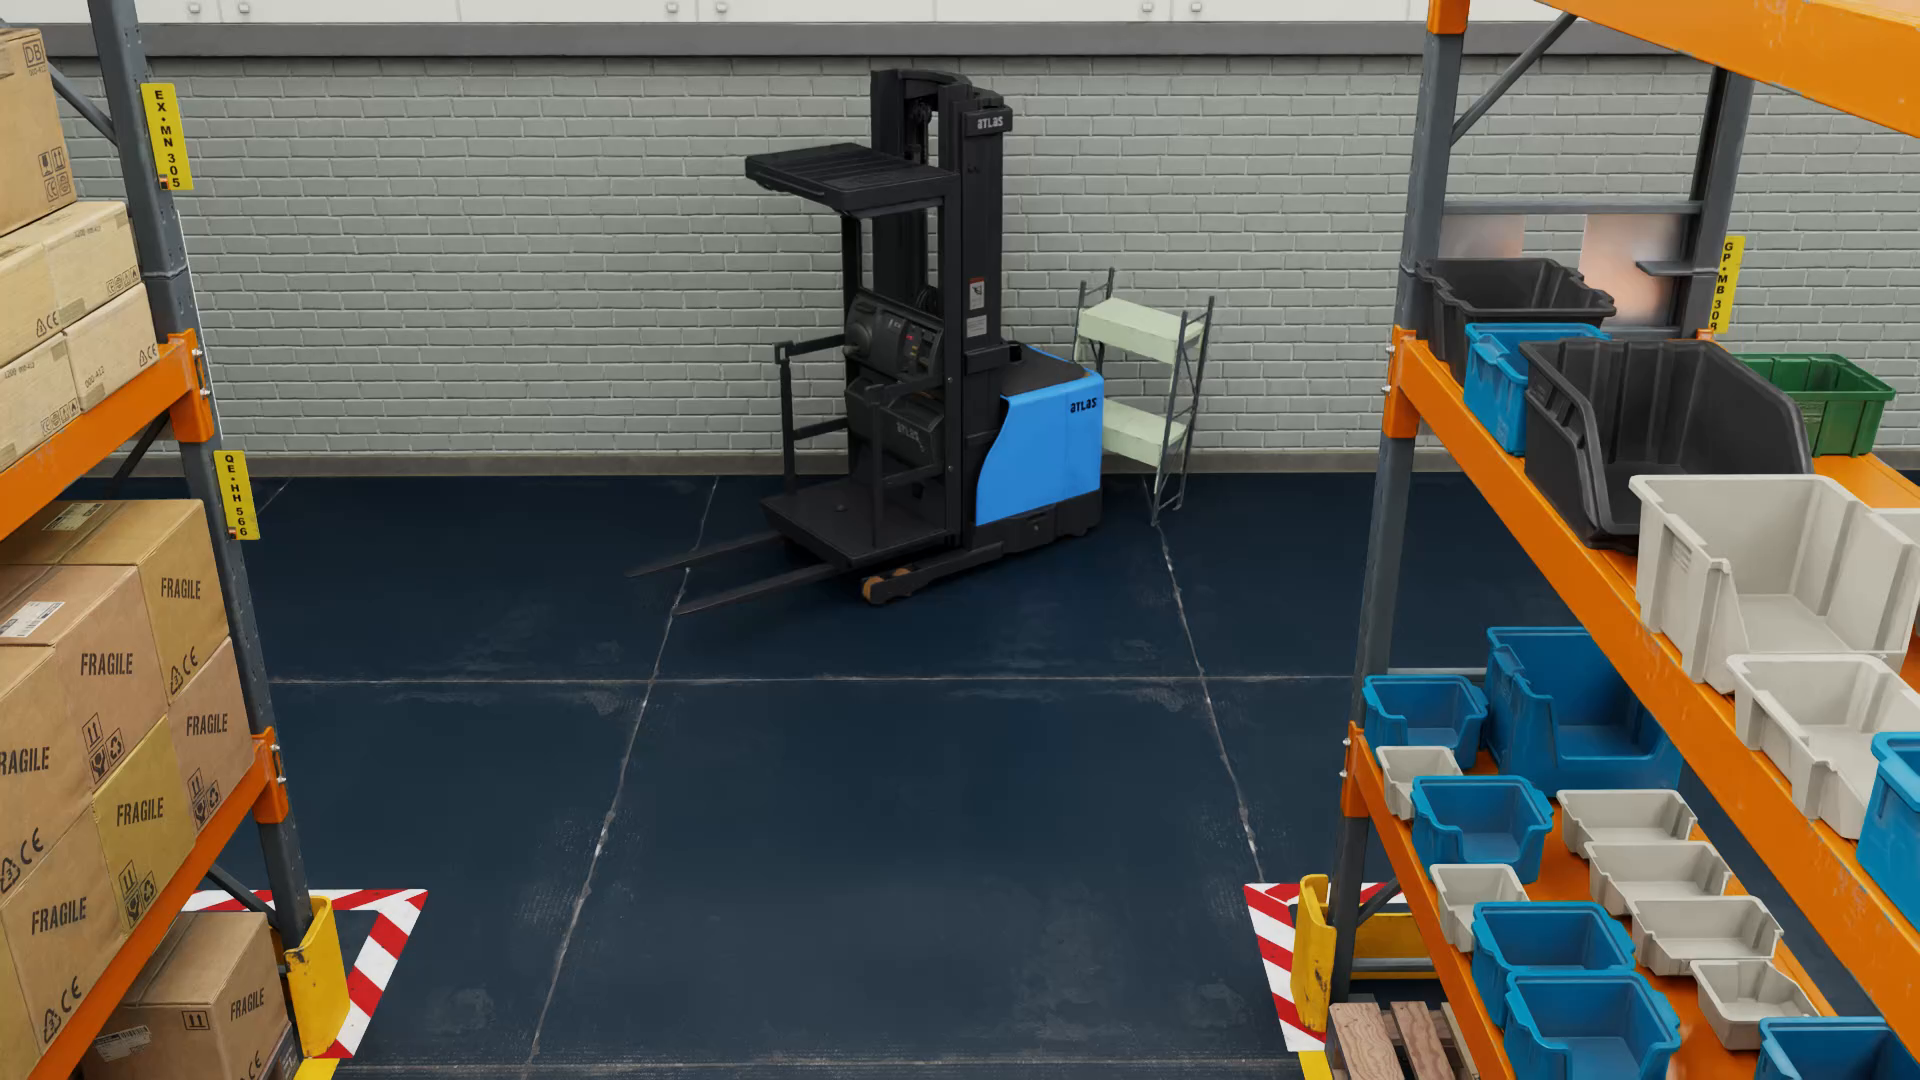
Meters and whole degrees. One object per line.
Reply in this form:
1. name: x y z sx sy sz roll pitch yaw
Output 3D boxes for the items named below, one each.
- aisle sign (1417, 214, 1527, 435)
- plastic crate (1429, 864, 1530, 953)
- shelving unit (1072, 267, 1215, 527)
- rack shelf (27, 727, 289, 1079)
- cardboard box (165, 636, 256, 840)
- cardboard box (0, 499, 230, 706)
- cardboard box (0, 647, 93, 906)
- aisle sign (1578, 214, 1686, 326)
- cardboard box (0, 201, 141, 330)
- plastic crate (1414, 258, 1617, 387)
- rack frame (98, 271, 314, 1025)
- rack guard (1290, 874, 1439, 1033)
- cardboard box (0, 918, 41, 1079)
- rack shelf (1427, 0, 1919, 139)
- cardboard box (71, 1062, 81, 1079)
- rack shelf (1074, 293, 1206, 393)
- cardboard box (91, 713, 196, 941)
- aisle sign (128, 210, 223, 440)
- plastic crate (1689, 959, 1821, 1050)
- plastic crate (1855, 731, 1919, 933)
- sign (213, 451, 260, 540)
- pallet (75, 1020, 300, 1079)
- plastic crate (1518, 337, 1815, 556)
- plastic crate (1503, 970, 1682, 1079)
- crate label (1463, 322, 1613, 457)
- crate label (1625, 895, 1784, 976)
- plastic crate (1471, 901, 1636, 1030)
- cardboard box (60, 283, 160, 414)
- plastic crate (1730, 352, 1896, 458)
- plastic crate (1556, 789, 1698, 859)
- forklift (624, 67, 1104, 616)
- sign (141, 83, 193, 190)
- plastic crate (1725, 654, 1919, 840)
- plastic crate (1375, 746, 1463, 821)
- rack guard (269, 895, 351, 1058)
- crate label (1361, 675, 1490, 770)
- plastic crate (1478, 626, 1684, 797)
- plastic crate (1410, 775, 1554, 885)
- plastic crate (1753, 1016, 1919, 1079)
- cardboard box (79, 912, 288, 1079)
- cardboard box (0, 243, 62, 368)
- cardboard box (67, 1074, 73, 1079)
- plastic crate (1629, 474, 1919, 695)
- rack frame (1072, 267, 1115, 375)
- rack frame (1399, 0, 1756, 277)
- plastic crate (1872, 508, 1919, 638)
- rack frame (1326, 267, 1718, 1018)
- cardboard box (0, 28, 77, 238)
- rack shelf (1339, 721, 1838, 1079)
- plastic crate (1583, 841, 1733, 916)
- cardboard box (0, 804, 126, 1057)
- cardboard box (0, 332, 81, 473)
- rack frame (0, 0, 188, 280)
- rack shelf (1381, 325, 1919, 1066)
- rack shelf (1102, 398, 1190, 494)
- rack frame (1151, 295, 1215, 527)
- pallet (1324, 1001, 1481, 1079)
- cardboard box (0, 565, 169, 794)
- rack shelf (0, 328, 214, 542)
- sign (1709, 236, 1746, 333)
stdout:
1. aisle sign: 1.641 -0.718 5.544 0.394 0.787 0.004 0 24 -1
2. plastic crate: 1.541 1.103 4.919 0.250 0.136 0.298 0 24 -1
3. shelving unit: 1.134 -0.937 10.909 0.755 1.500 0.431 22 32 28
4. rack shelf: -2.992 1.667 4.297 1.077 0.370 4.000 0 24 -1
5. cardboard box: -2.737 0.653 5.545 0.500 0.500 0.500 0 24 1
6. cardboard box: -2.734 0.196 5.341 0.500 0.500 0.500 0 24 -1
7. cardboard box: -2.717 0.618 4.409 0.500 0.500 0.500 0 24 1
8. aisle sign: 2.231 -0.721 5.549 0.394 0.787 0.004 0 24 -1
9. cardboard box: -2.753 -0.800 4.815 0.500 0.250 0.500 0 24 -1
10. plastic crate: 1.665 -0.653 5.072 0.497 0.269 0.590 0 24 -1
11. rack frame: -3.014 0.515 5.971 1.000 3.000 0.127 0 24 -1
12. rack guard: 1.926 1.624 6.554 1.175 0.500 0.348 0 24 -1
13. cardboard box: -2.722 1.280 4.159 0.500 0.500 0.500 -1 24 -1
14. rack shelf: 1.961 -0.905 3.189 1.077 0.370 4.000 0 24 -1
15. cardboard box: -3.350 1.883 5.851 0.380 0.166 0.250 0 24 -1
16. rack shelf: 1.164 -1.280 10.724 0.720 0.370 0.431 22 32 28
17. cardboard box: -2.728 0.867 5.072 0.500 0.500 0.500 0 24 0
18. aisle sign: -2.708 -0.699 5.500 0.394 0.787 0.004 0 24 -1
19. plastic crate: 2.167 1.279 4.530 0.298 0.136 0.250 0 24 -1
20. plastic crate: 1.654 0.479 2.615 0.416 0.233 0.300 0 24 -1
21. sign: -2.459 -0.151 5.654 0.100 0.325 0.005 0 24 -1
22. pallet: -3.003 2.146 5.750 1.003 0.211 1.213 0 24 -1
23. plastic crate: 1.681 -0.213 4.017 0.504 0.338 0.767 0 24 -1
24. plastic crate: 1.630 1.313 4.338 0.416 0.233 0.300 0 24 -1
25. crate label: 1.626 -0.423 4.585 0.408 0.251 0.502 0 24 -1
26. crate label: 2.145 1.157 4.800 0.396 0.136 0.243 0 24 -1
27. plastic crate: 1.627 1.189 4.611 0.416 0.233 0.300 0 24 -1
28. cardboard box: -2.745 -0.573 4.918 0.500 0.250 0.500 0 24 -1
29. plastic crate: 2.236 -0.371 4.546 0.450 0.188 0.336 0 24 -1
30. plastic crate: 2.129 0.922 5.318 0.396 0.136 0.243 0 24 -1
31. forklift: -0.564 -1.195 9.836 3.031 2.935 1.130 -17 29 -33
32. sign: -2.459 -1.249 5.158 0.100 0.325 0.005 0 24 -1
33. plastic crate: 1.588 0.374 2.964 0.293 0.136 0.466 0 24 -1
34. plastic crate: 1.533 0.823 5.537 0.250 0.136 0.298 0 24 -1
35. rack guard: -3.013 1.685 6.417 1.175 0.500 0.348 0 24 -1
36. crate label: 1.613 0.647 5.811 0.416 0.233 0.303 0 24 -1
37. plastic crate: 2.130 0.588 5.694 0.616 0.435 0.499 0 24 -1
38. plastic crate: 1.620 0.918 5.211 0.416 0.233 0.300 0 24 -1
39. plastic crate: 2.218 1.388 4.170 0.416 0.233 0.300 0 24 -1
40. cardboard box: -2.762 1.677 5.902 0.500 0.500 0.500 0 24 -1
41. cardboard box: -2.748 -0.594 4.360 0.500 0.250 0.500 0 24 -1
42. cardboard box: -3.286 1.999 5.493 0.500 0.250 0.500 0 24 -1
43. plastic crate: 1.655 0.096 3.401 0.437 0.282 0.530 0 24 -1
44. rack frame: 0.833 -1.056 11.080 0.023 1.500 0.400 22 32 28
45. rack frame: 1.939 -2.239 4.780 1.000 3.000 0.127 0 24 -1
46. plastic crate: 2.210 0.098 3.573 0.437 0.136 0.530 0 24 -1
47. rack frame: 1.939 0.494 6.017 1.000 3.000 0.127 0 24 -1
48. cardboard box: -2.992 -1.141 4.658 0.700 0.500 0.500 0 24 -1
49. rack shelf: 1.961 1.646 4.343 1.077 0.370 4.000 0 24 -1
50. plastic crate: 2.118 1.042 5.053 0.396 0.136 0.243 0 24 -1
51. cardboard box: -2.728 1.072 4.618 0.500 0.500 0.500 0 24 0
52. cardboard box: -2.750 -0.367 4.463 0.500 0.250 0.500 0 24 -1
53. rack frame: -3.014 -2.218 4.735 1.000 3.000 0.127 0 24 -1
54. rack shelf: 1.961 0.280 3.725 1.077 0.370 4.000 0 24 -1
55. rack shelf: 1.109 -0.651 11.063 0.720 0.370 0.431 22 32 28
56. rack frame: 1.434 -0.818 10.737 0.023 1.500 0.400 22 32 28
57. pallet: 1.909 2.105 5.840 1.003 0.211 1.213 0 24 -1
58. cardboard box: -2.728 0.404 4.881 0.500 0.500 0.500 0 24 1
59. rack shelf: -2.992 0.300 3.679 1.077 0.370 4.000 0 24 -1
60. sign: 2.489 -0.834 5.440 0.100 0.325 0.005 0 24 -1
